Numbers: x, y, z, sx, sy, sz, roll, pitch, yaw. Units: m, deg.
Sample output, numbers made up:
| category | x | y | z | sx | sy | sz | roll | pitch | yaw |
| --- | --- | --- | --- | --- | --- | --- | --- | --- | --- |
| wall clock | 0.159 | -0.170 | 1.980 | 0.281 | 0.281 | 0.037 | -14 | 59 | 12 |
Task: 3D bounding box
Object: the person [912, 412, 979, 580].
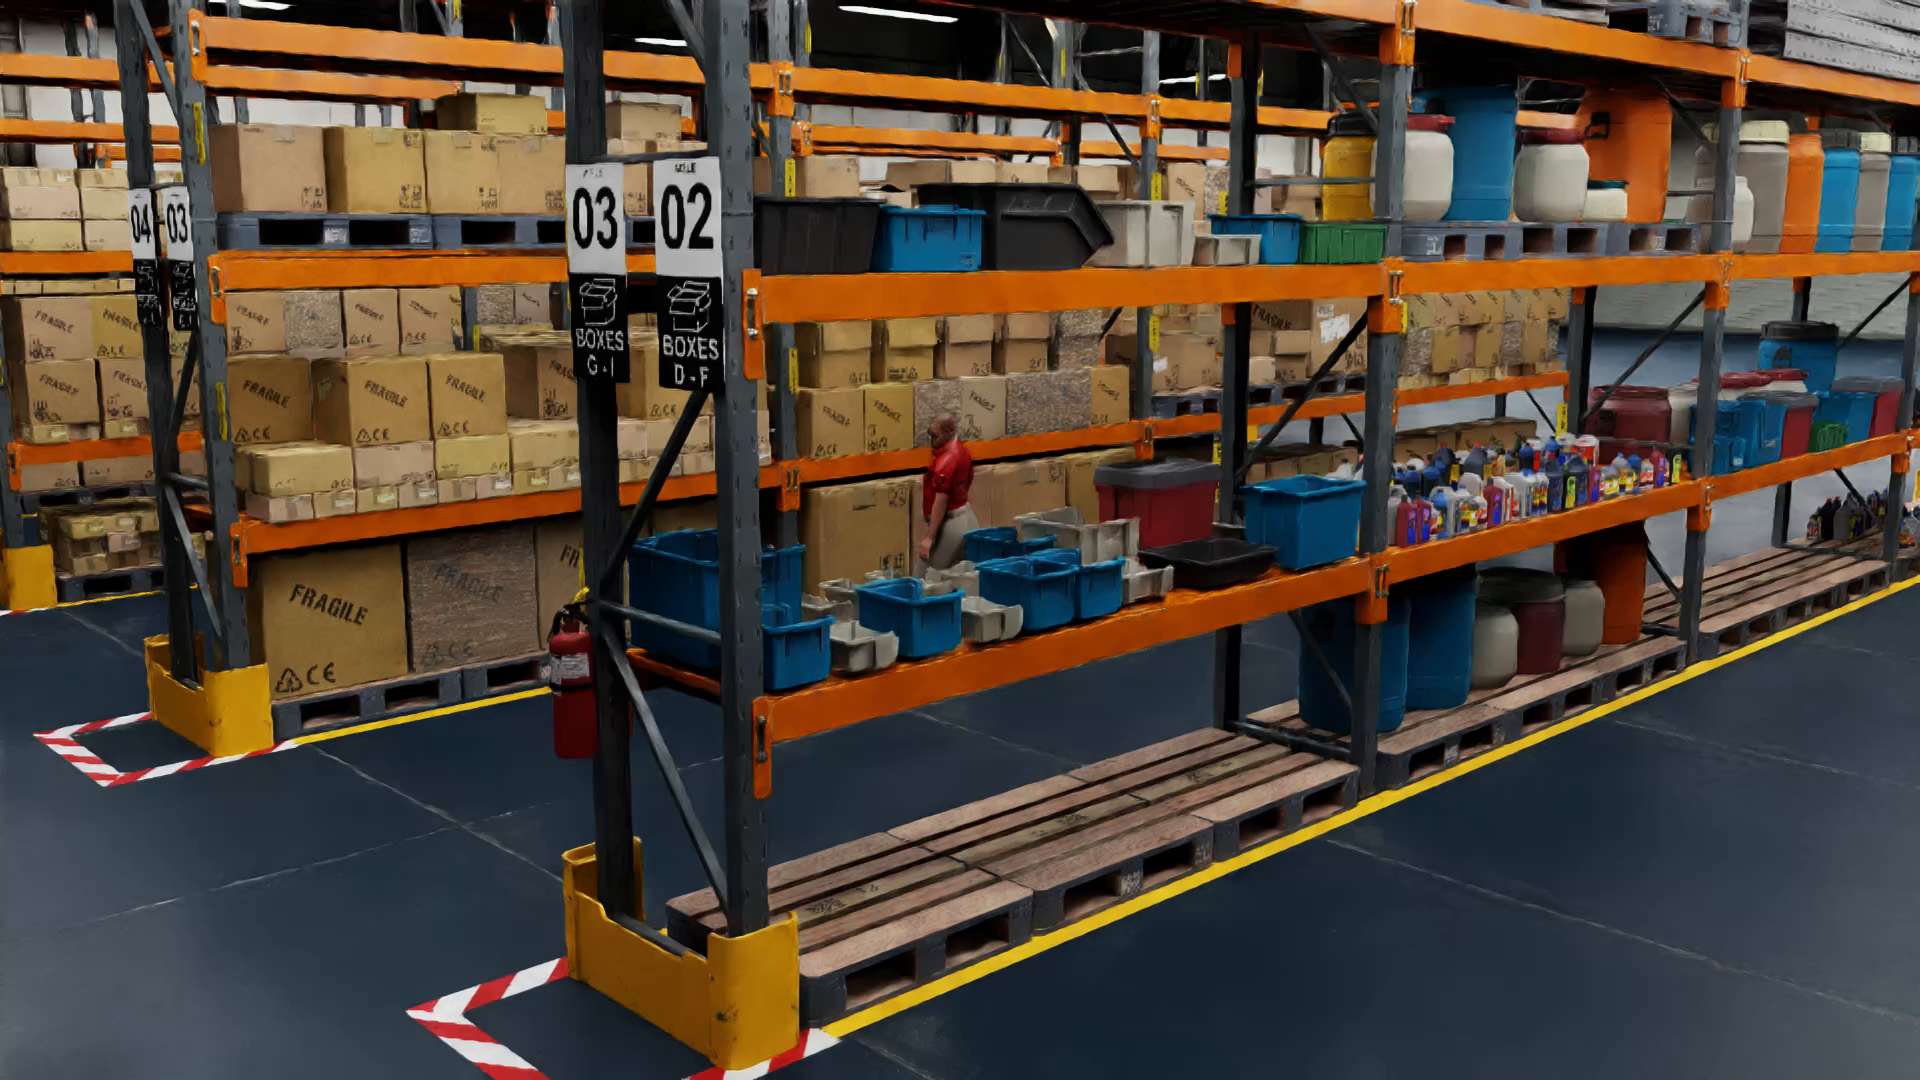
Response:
| category | x | y | z | sx | sy | sz | roll | pitch | yaw |
| --- | --- | --- | --- | --- | --- | --- | --- | --- | --- |
| person | -0.036 | -0.054 | 11.711 | 0.513 | 1.707 | 0.630 | 4 | 11 | 22 |
